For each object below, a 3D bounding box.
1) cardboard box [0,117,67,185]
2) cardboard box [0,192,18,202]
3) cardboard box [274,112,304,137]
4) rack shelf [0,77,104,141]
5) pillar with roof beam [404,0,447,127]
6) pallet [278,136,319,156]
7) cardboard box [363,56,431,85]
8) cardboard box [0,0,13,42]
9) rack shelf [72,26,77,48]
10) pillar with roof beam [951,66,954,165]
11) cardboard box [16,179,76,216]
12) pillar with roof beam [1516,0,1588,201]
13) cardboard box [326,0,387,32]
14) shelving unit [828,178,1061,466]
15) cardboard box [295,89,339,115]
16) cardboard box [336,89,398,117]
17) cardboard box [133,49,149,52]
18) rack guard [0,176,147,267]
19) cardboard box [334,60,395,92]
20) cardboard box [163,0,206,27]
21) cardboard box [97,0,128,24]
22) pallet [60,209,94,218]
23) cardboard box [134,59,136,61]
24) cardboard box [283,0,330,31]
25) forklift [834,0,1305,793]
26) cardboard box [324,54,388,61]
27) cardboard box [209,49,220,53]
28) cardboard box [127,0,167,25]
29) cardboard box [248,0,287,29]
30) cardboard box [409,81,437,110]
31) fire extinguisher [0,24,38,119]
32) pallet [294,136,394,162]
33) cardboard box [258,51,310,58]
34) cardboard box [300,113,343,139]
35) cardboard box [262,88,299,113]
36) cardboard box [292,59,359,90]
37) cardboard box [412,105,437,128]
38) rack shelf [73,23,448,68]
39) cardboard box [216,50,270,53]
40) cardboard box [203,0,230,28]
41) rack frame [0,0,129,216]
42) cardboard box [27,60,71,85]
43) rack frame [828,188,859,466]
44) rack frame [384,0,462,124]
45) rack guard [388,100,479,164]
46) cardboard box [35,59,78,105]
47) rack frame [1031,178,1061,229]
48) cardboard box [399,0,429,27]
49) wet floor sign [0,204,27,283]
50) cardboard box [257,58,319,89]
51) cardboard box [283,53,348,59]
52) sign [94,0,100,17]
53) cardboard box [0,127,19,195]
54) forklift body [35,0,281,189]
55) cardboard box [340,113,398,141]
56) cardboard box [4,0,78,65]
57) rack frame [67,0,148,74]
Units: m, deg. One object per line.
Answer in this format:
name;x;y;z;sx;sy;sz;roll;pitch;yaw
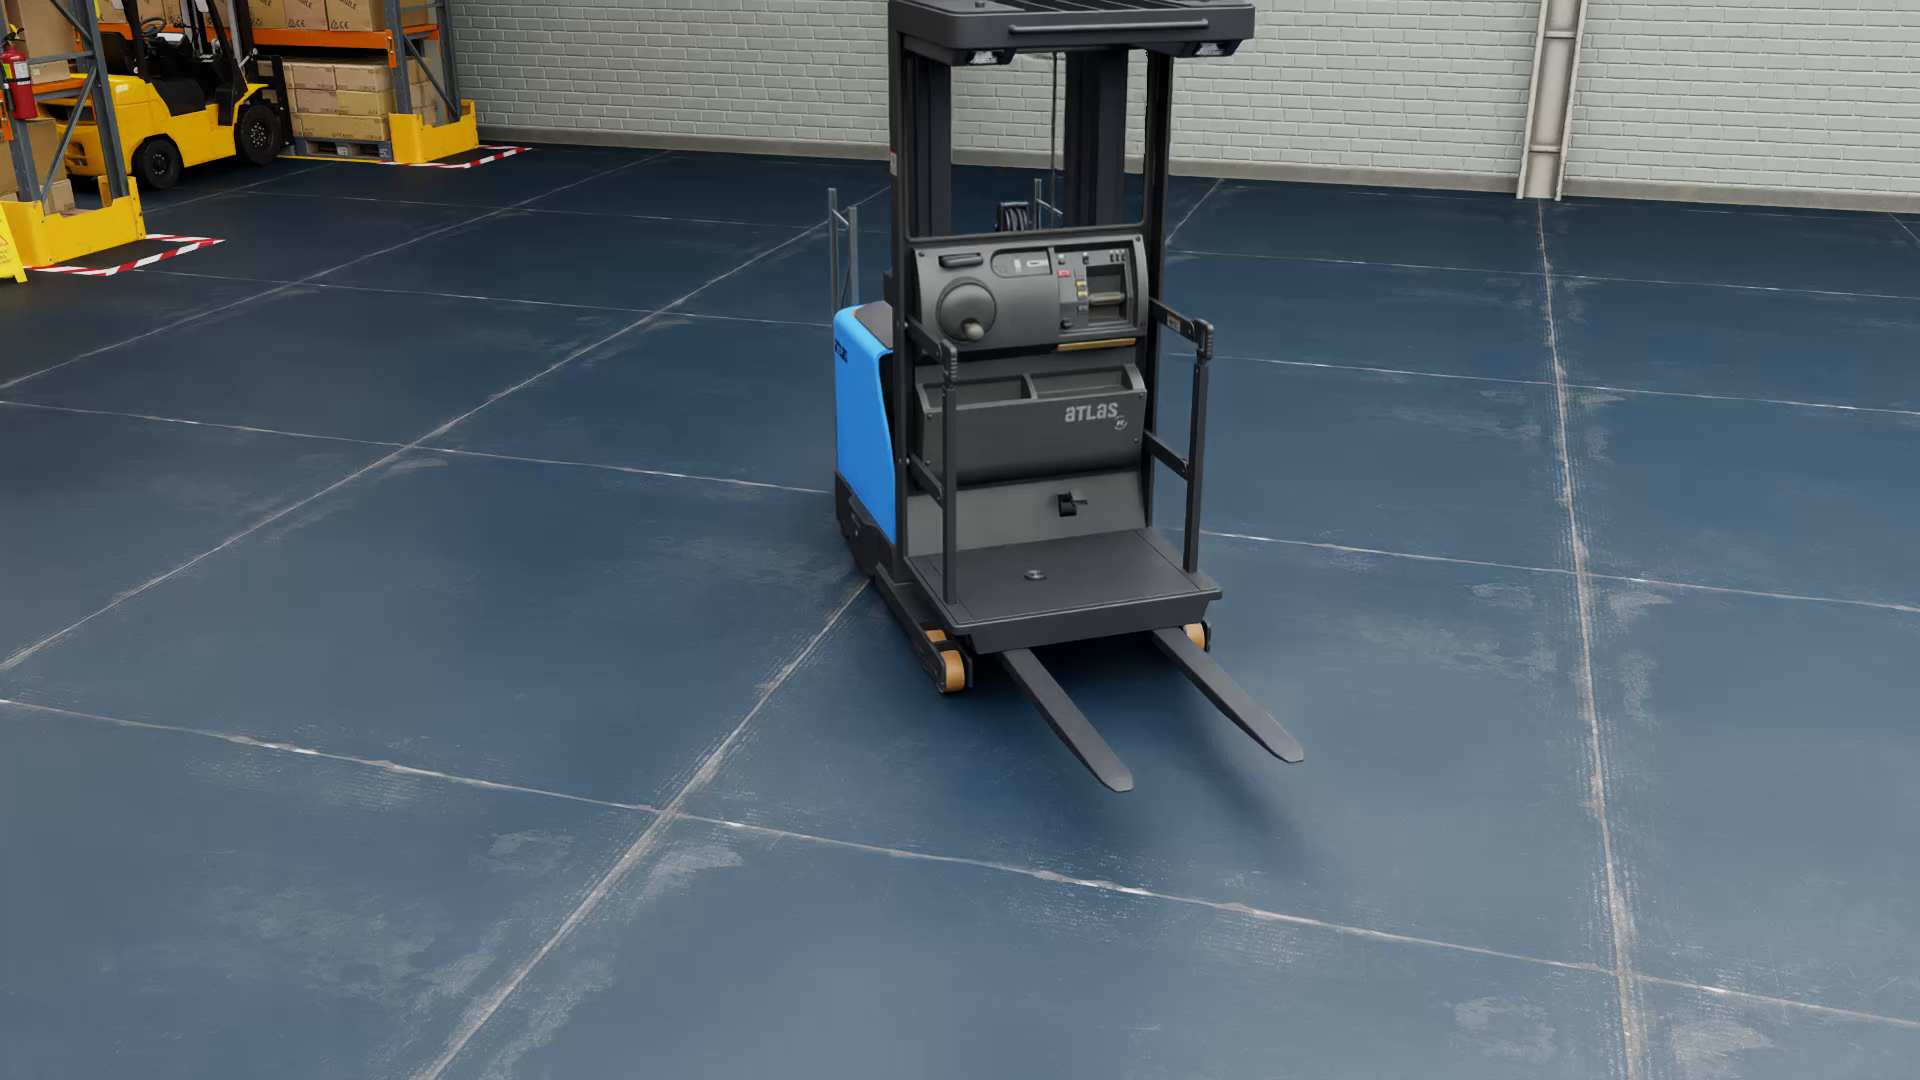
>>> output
cardboard box;-7.783;-3.191;13.679;0.500;0.500;0.500;6;23;14
cardboard box;-7.943;-2.647;13.339;0.500;0.250;0.500;6;23;15
cardboard box;-7.129;-4.510;17.882;0.500;0.250;0.500;7;23;16
rack shelf;-8.983;-3.617;13.584;4.000;0.370;1.077;7;23;16
pillar with roof beam;-7.288;-7.150;13.344;0.400;9.000;9.100;7;23;16
pallet;-7.546;-4.448;18.335;1.213;0.211;1.003;7;23;15
cardboard box;-6.043;-5.041;17.859;0.500;0.250;0.500;6;23;15
cardboard box;-7.667;-3.874;12.739;0.500;0.500;0.500;6;23;15
rack shelf;-11.382;-5.860;19.051;4.000;0.370;1.077;7;23;16
pillar with roof beam;-1.543;-6.492;11.740;0.400;9.000;9.100;7;23;16
cardboard box;-7.760;-2.842;13.816;0.500;0.250;0.500;6;23;15
pillar with roof beam;4.201;-5.835;10.137;0.400;9.000;9.100;7;23;16
cardboard box;-6.185;-5.540;17.191;0.500;0.500;0.500;6;23;14
shelving unit;-0.055;-0.934;8.071;1.048;1.500;0.538;-6;23;-14
cardboard box;-6.671;-4.687;17.655;0.500;0.250;0.500;6;23;15
cardboard box;-6.194;-4.628;17.511;0.500;0.250;0.500;6;23;15
cardboard box;-8.940;-5.374;18.672;0.500;0.250;0.500;7;23;17
rack guard;-7.141;-2.583;13.408;0.348;0.500;1.175;7;23;16
cardboard box;-6.169;-4.857;17.410;0.500;0.250;0.500;7;23;17
cardboard box;-8.129;-5.770;17.752;0.500;0.500;0.500;6;23;15
cardboard box;-9.118;-5.876;18.011;0.500;0.500;0.500;6;23;14
pallet;-7.908;-2.551;13.711;1.213;0.211;1.003;7;23;16
cardboard box;-8.608;-5.131;18.079;0.500;0.250;0.500;7;23;16
cardboard box;-6.679;-5.600;17.338;0.500;0.500;0.500;7;23;17
forklift;0.350;-0.941;6.203;1.130;2.935;3.031;-7;23;-16
cardboard box;-6.523;-5.095;17.990;0.500;0.250;0.500;7;23;16
cardboard box;-8.451;-5.324;18.550;0.500;0.250;0.500;6;23;15
cardboard box;-8.614;-5.825;17.886;0.500;0.500;0.500;7;23;16
cardboard box;-7.169;-5.656;17.474;0.500;0.500;0.500;6;23;14
cardboard box;-6.028;-4.815;17.968;0.500;0.250;0.500;7;23;16
fire extinguisher;-7.092;-3.515;12.489;0.183;0.674;0.296;7;23;16
pallet;-6.382;-4.313;18.007;1.213;0.211;1.003;7;23;16
cardboard box;-7.487;-5.212;18.276;0.500;0.250;0.500;6;23;14
cardboard box;-6.652;-4.452;17.740;0.500;0.250;0.500;7;23;15
cardboard box;-7.171;-4.736;17.774;0.500;0.250;0.500;6;23;14
cardboard box;-6.659;-4.911;17.541;0.500;0.250;0.500;7;23;16
cardboard box;-6.051;-4.582;18.057;0.500;0.250;0.500;7;23;16
rack shelf;-7.552;-5.421;17.982;4.000;0.370;1.077;7;23;16
cardboard box;-7.970;-5.264;18.403;0.500;0.250;0.500;7;23;16
cardboard box;-7.654;-5.707;17.599;0.500;0.500;0.500;7;23;16
rack frame;-7.068;-3.731;12.913;0.127;3.000;1.000;7;23;16
cardboard box;-7.333;-3.727;13.235;0.250;0.149;0.380;7;23;16
rack frame;-0.545;-0.882;7.945;0.032;1.500;0.500;-6;23;-14
rack frame;-5.638;-5.535;17.311;0.127;3.000;1.000;7;23;16
rack guard;-5.615;-4.376;17.779;0.348;0.500;1.175;7;23;16
cardboard box;-9.970;-5.122;18.880;0.625;0.625;0.875;8;24;18
rack frame;0.435;-0.986;8.198;0.032;1.500;0.500;-6;23;-14
cardboard box;-6.032;-5.736;17.670;0.500;0.500;0.500;7;23;17
wet floor sign;-7.195;-2.232;12.361;0.232;0.644;0.267;16;27;34
cardboard box;-7.145;-4.962;17.667;0.500;0.250;0.500;7;23;16
cardboard box;-6.998;-5.153;18.133;0.500;0.250;0.500;6;23;15
sign;-6.911;-4.329;13.230;0.005;0.325;0.100;7;23;16
cardboard box;-7.910;-2.993;13.196;0.500;0.500;0.500;7;23;16
forklift body;-7.980;-4.687;16.363;1.214;2.155;2.313;7;23;16
cardboard box;-6.179;-4.394;17.599;0.500;0.250;0.500;7;23;16
cardboard box;-7.441;-4.068;13.210;0.500;0.500;0.500;6;23;15
rack frame;-9.467;-5.973;18.380;0.127;3.000;1.000;7;23;16
